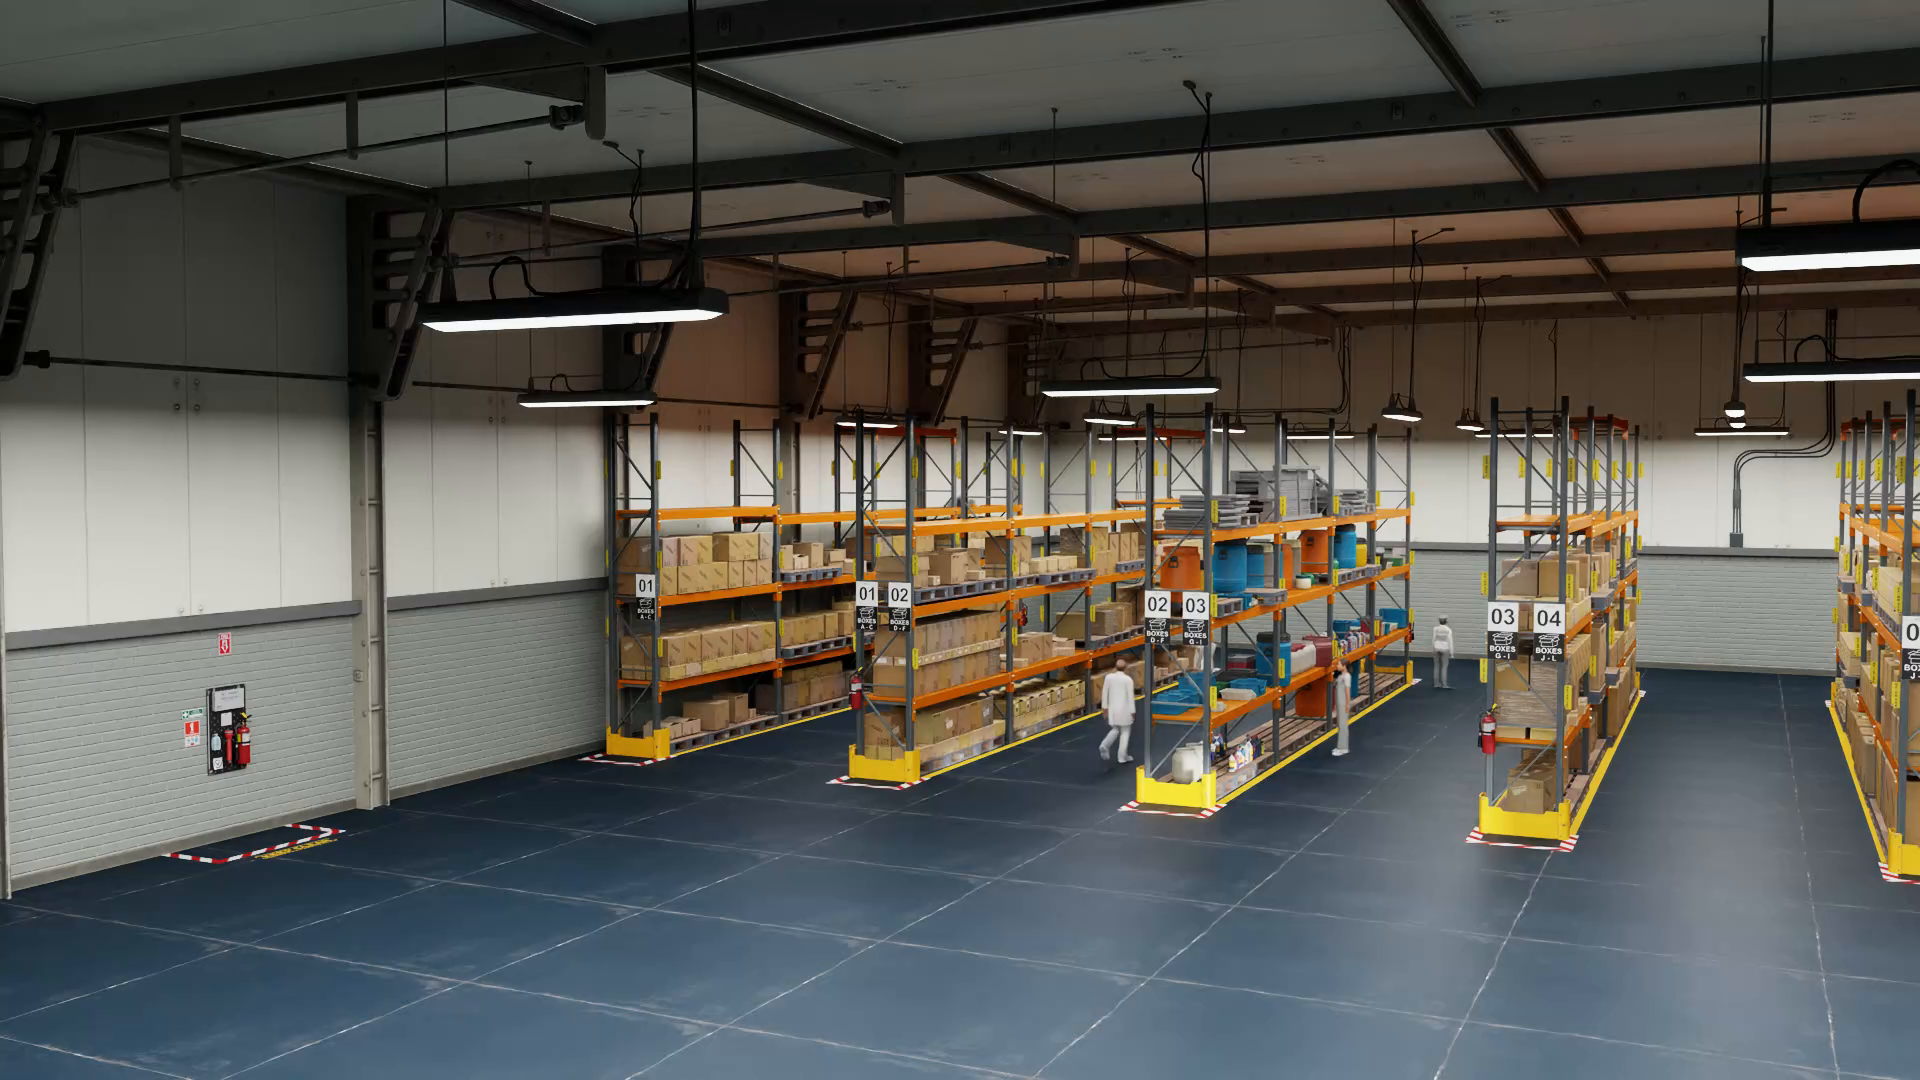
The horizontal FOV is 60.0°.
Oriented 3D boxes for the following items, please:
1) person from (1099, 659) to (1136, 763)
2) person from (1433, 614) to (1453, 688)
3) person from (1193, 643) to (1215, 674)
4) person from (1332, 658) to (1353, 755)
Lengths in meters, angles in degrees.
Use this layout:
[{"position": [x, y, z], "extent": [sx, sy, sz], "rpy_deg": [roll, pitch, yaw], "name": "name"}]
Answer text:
[{"position": [2.689, 2.915, 28.328], "extent": [0.718, 1.767, 0.585], "rpy_deg": [-2, 3, -41], "name": "person"}, {"position": [11.102, 2.556, 38.151], "extent": [0.499, 1.692, 0.413], "rpy_deg": [2, 3, 44], "name": "person"}, {"position": [5.025, 2.684, 34.291], "extent": [0.545, 1.782, 0.442], "rpy_deg": [-2, 3, -36], "name": "person"}, {"position": [6.747, 2.932, 29.404], "extent": [0.446, 1.684, 0.562], "rpy_deg": [0, 2, 0], "name": "person"}]
